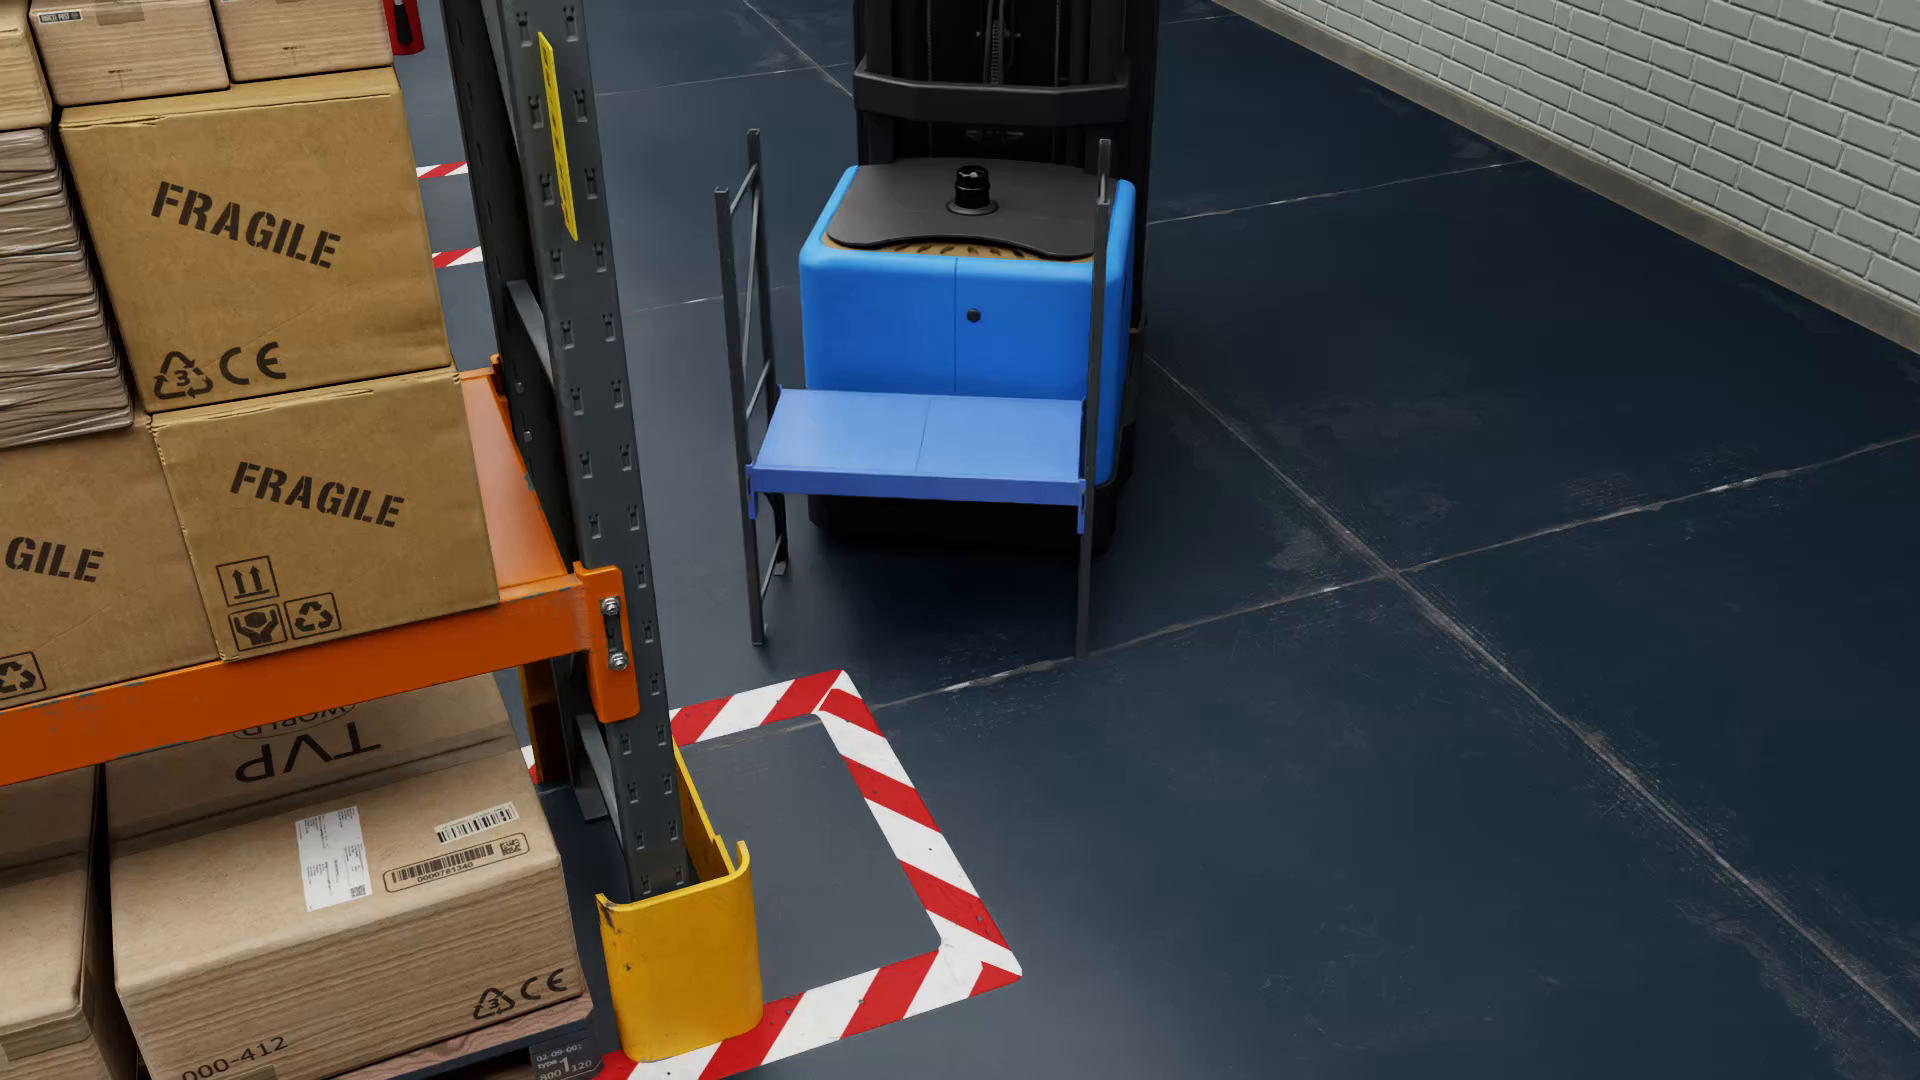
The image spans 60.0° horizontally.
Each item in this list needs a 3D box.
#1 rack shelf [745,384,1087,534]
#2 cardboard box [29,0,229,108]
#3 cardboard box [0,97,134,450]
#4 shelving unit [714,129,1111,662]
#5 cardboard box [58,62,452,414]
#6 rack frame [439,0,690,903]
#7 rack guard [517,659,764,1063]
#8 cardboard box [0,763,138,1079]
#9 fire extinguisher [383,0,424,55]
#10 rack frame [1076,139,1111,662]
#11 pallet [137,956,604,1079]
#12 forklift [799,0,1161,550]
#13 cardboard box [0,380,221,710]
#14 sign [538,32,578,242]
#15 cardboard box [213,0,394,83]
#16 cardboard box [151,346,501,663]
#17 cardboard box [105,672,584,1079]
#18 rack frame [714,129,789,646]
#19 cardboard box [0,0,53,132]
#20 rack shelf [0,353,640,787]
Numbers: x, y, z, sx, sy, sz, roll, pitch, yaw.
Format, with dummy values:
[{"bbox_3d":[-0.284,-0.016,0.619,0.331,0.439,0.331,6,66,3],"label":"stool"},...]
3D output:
[{"bbox_3d":[-0.111,-0.257,5.099,1.000,0.185,0.538,3,33,4],"label":"rack shelf"},{"bbox_3d":[-1.337,-0.842,2.691,0.250,0.149,0.380,-12,35,-18],"label":"cardboard box"},{"bbox_3d":[-1.682,-0.466,2.707,0.500,0.500,0.500,-13,35,-19],"label":"cardboard box"},{"bbox_3d":[-0.111,-0.408,5.001,1.048,1.500,0.538,3,33,4],"label":"shelving unit"},{"bbox_3d":[-1.211,-0.591,2.900,0.500,0.500,0.500,-12,35,-17],"label":"cardboard box"},{"bbox_3d":[-0.859,-0.352,3.540,0.127,3.000,1.000,-13,35,-19],"label":"rack frame"},{"bbox_3d":[-0.837,0.691,4.230,0.348,0.500,1.175,-13,35,-19],"label":"rack guard"},{"bbox_3d":[-2.269,0.933,3.529,0.875,0.438,0.875,-12,35,-18],"label":"cardboard box"},{"bbox_3d":[-2.457,-2.452,7.181,0.183,0.674,0.296,-13,35,-19],"label":"fire extinguisher"},{"bbox_3d":[0.395,-0.385,4.966,0.032,1.500,0.500,3,33,4],"label":"rack frame"},{"bbox_3d":[-1.566,1.025,3.981,1.213,0.211,1.003,-13,35,-19],"label":"pallet"},{"bbox_3d":[0.198,-1.983,6.110,1.130,2.935,3.031,4,33,7],"label":"forklift"},{"bbox_3d":[-1.670,-0.060,3.001,0.500,0.500,0.500,-14,35,-20],"label":"cardboard box"},{"bbox_3d":[-0.661,-0.660,2.736,0.005,0.325,0.100,-13,35,-19],"label":"sign"},{"bbox_3d":[-1.112,-0.908,2.792,0.250,0.149,0.380,-12,35,-18],"label":"cardboard box"},{"bbox_3d":[-1.201,-0.159,3.152,0.500,0.500,0.500,-13,35,-19],"label":"cardboard box"},{"bbox_3d":[-1.428,0.736,3.833,0.875,0.438,0.875,-14,36,-21],"label":"cardboard box"},{"bbox_3d":[-0.618,-0.431,5.037,0.032,1.500,0.500,3,33,4],"label":"rack frame"},{"bbox_3d":[-1.542,-0.746,2.542,0.250,0.149,0.380,-13,35,-19],"label":"cardboard box"},{"bbox_3d":[-2.703,0.372,3.087,4.000,0.370,1.077,-13,35,-19],"label":"rack shelf"}]
